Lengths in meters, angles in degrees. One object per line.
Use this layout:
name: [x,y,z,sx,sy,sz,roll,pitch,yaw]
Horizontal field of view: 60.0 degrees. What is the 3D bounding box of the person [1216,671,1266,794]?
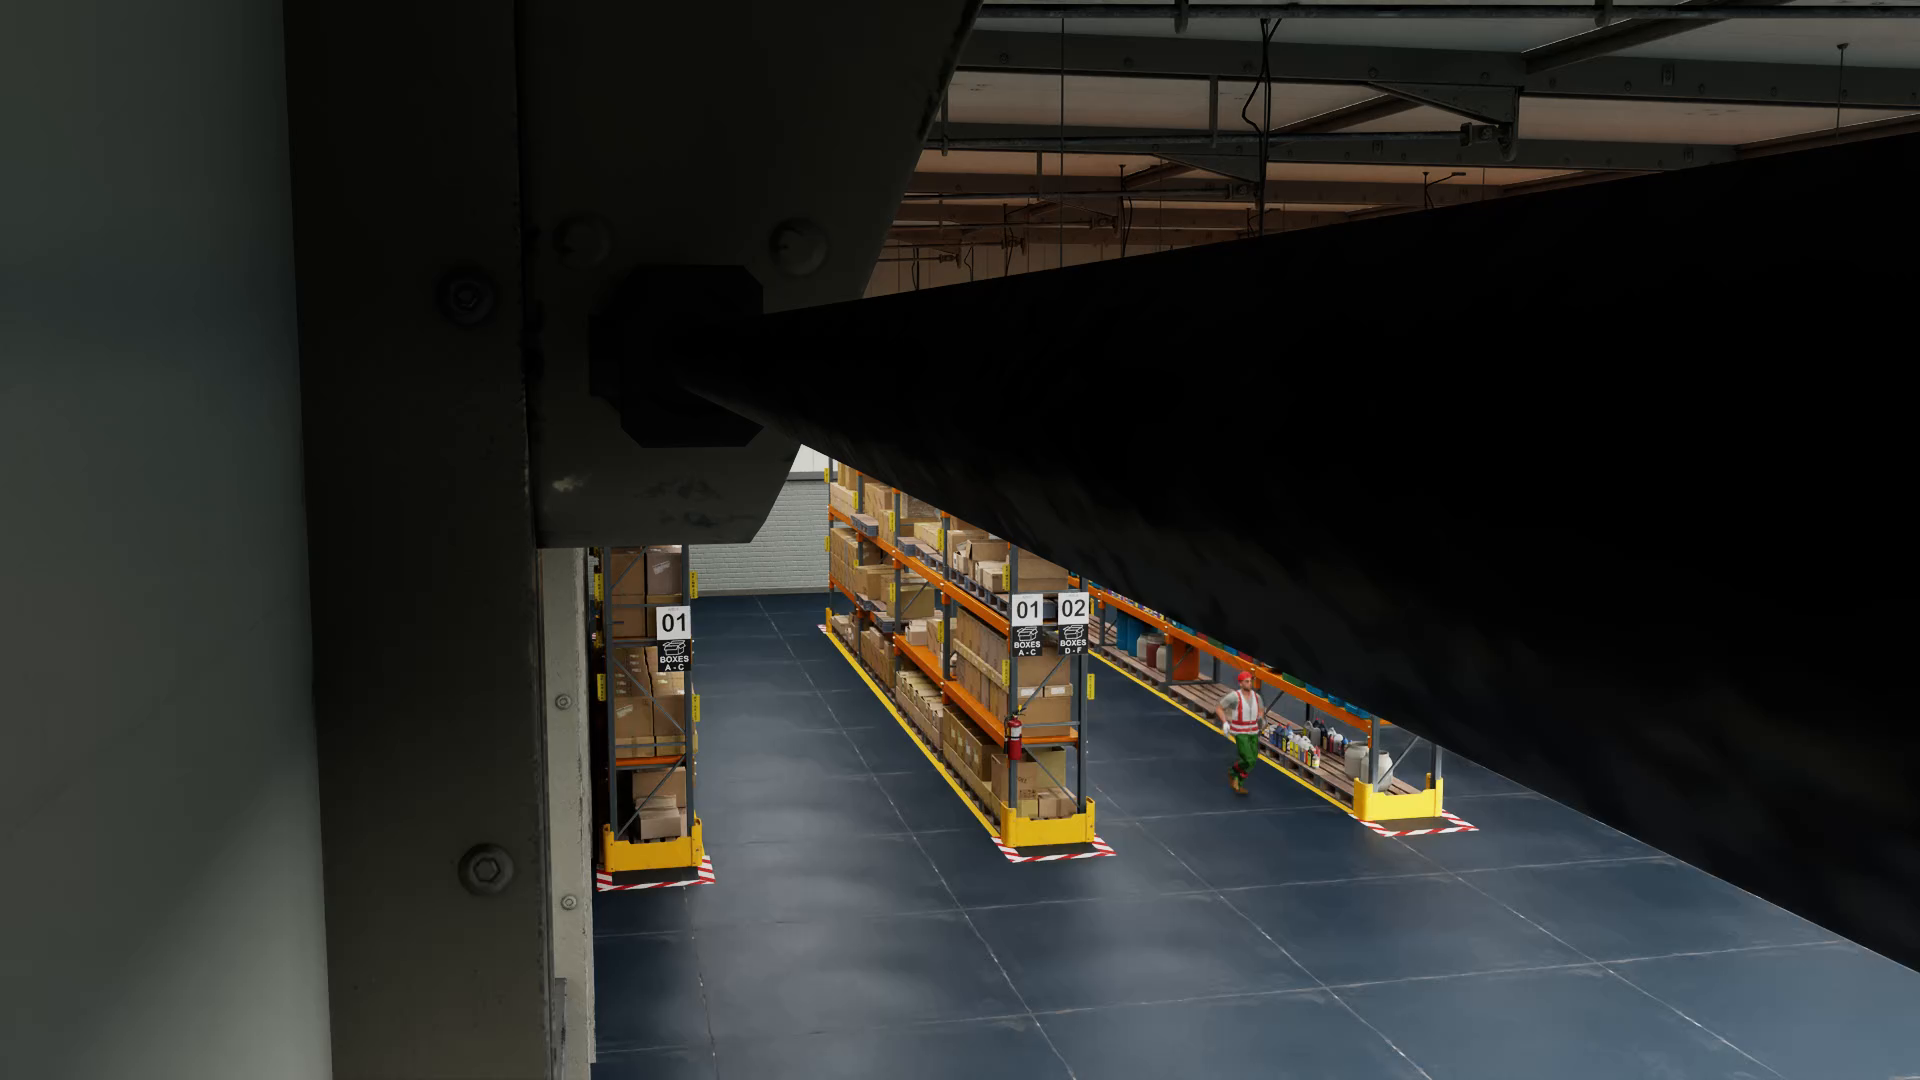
person: [3.989,2.698,23.135,0.644,1.742,0.609,-3,8,-26]
